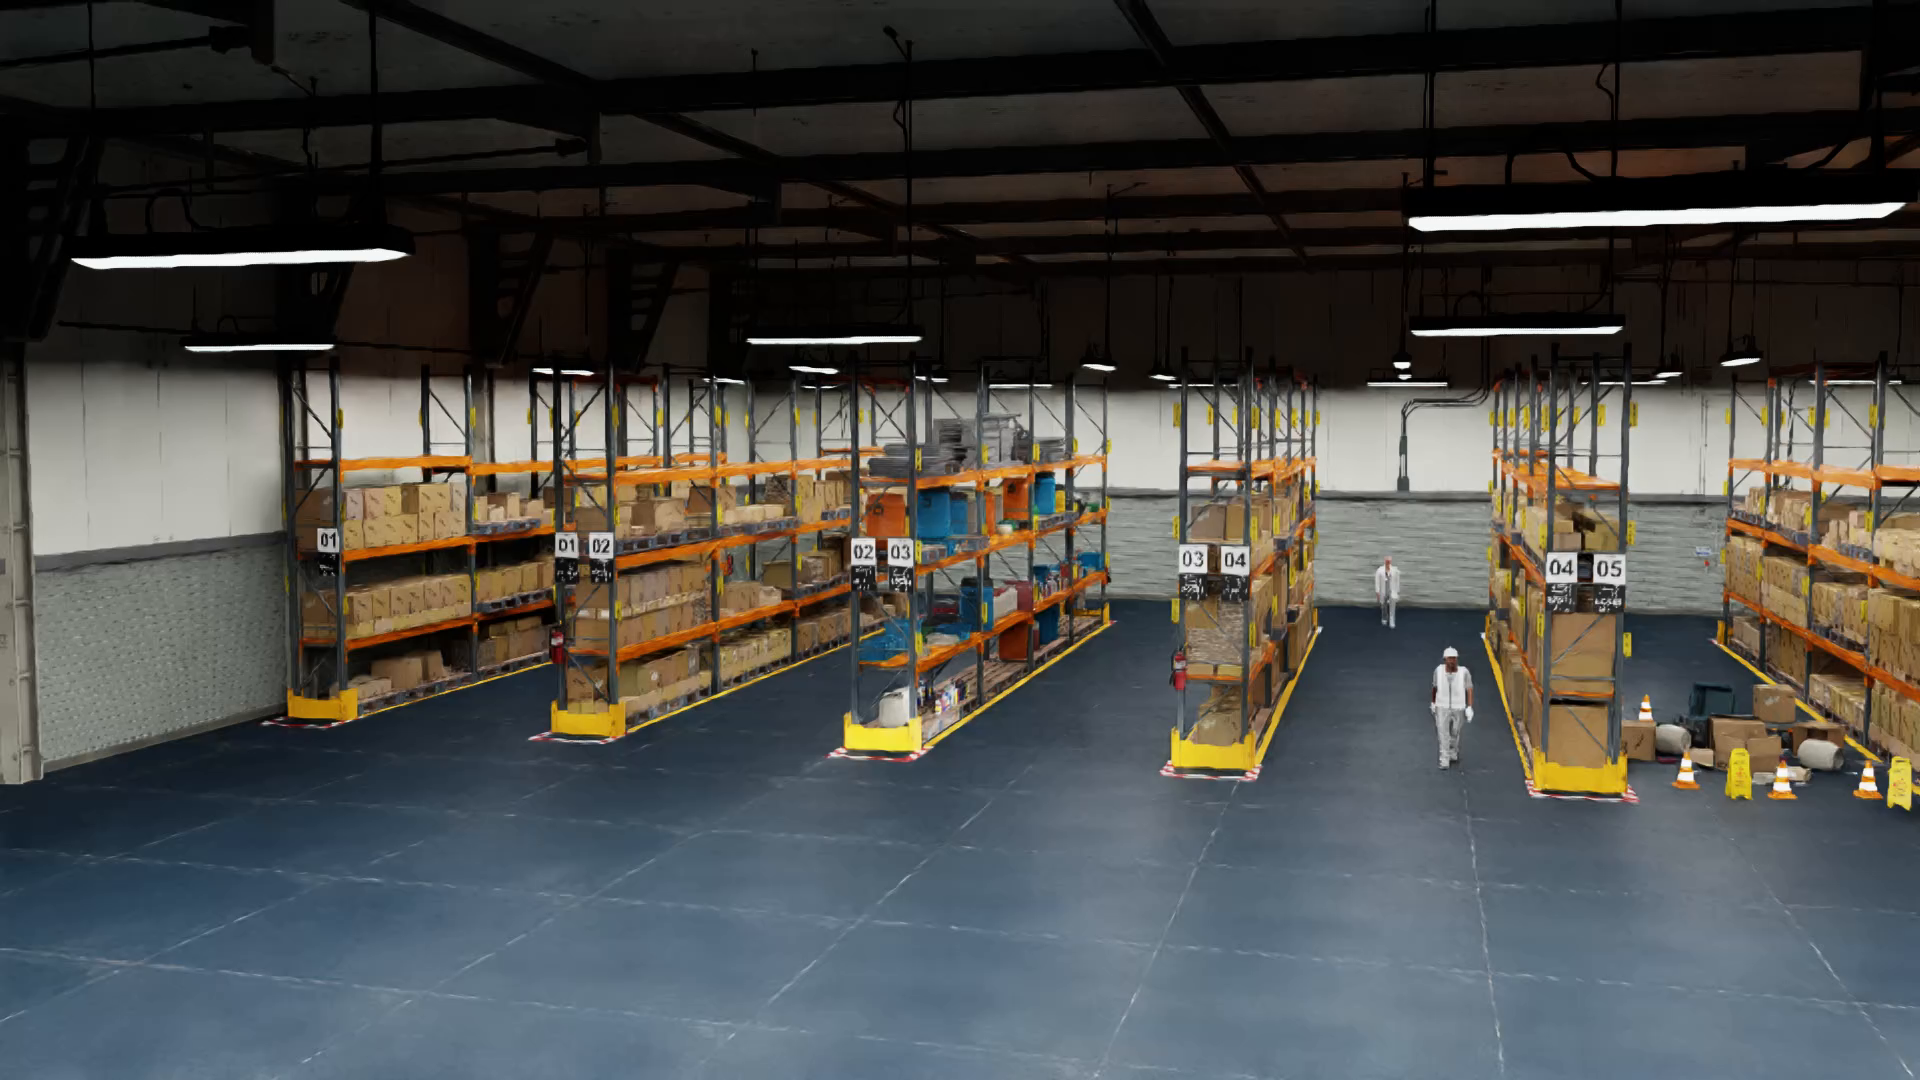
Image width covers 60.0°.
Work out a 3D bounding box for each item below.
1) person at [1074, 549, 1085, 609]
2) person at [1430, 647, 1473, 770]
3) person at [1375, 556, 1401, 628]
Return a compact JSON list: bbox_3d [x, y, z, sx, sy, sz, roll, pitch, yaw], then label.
[{"bbox_3d":[2.933,1.079,41.776,0.580,1.733,0.546,-3,5,-31],"label":"person"},{"bbox_3d":[7.044,2.389,23.810,0.577,1.733,1.042,1,4,14],"label":"person"},{"bbox_3d":[10.196,1.224,39.667,0.598,1.698,1.194,1,4,17],"label":"person"}]
